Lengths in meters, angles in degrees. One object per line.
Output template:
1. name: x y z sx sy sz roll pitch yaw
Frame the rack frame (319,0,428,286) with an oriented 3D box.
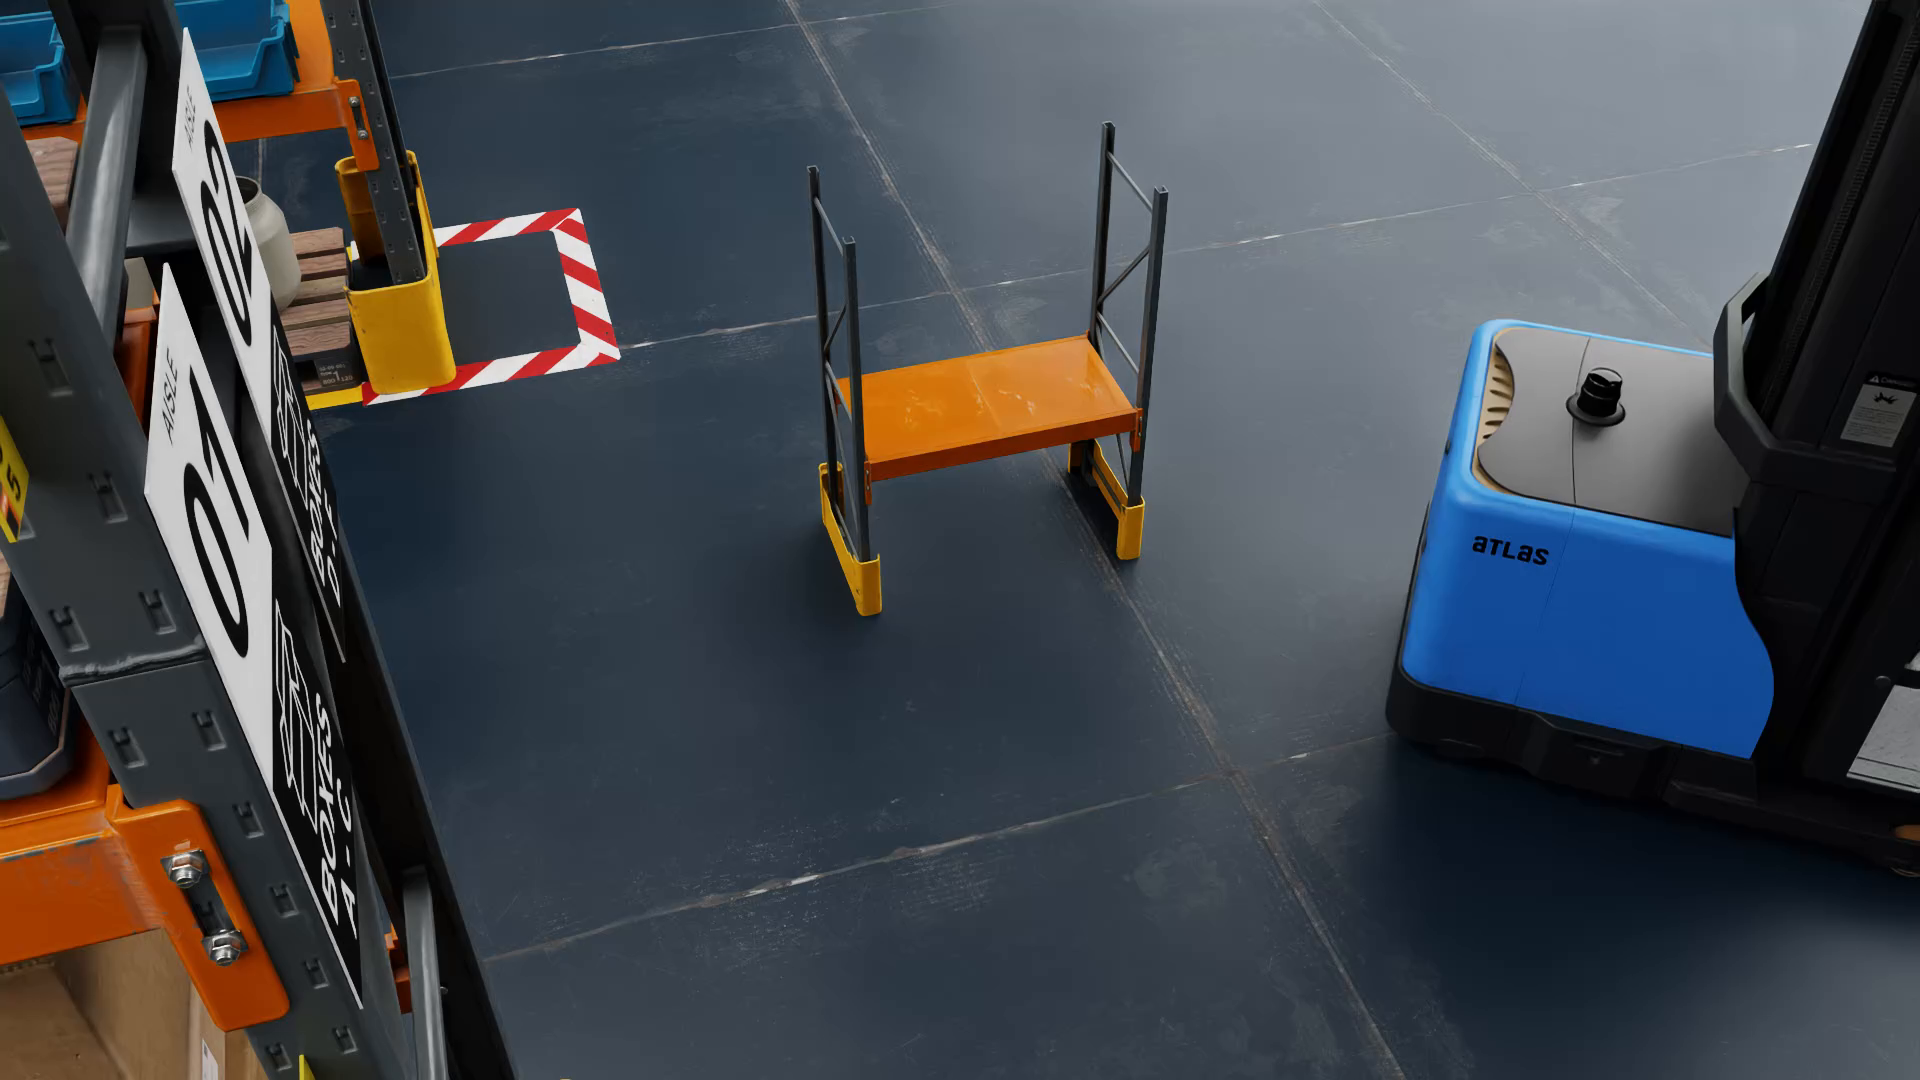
1. rack frame: -2.400 -2.169 6.453 0.127 3.000 1.000 -12 42 -13

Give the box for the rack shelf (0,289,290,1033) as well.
1. rack shelf: -2.823 0.477 1.691 4.000 0.370 1.077 -12 42 -13

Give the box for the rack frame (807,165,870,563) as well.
1. rack frame: -0.404 -0.481 5.661 0.032 1.500 0.500 -12 42 -13

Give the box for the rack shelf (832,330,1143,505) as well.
1. rack shelf: 0.081 -0.446 5.894 1.000 0.185 0.538 -12 42 -13

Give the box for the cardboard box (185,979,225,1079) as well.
1. cardboard box: -1.223 0.853 2.424 0.250 0.149 0.380 -12 43 -14

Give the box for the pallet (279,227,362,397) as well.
1. pallet: -3.235 -0.917 7.139 1.213 0.211 1.003 -12 42 -13

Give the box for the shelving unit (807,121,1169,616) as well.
1. shelving unit: 0.073 -0.580 5.774 1.083 1.500 0.587 -12 42 -13

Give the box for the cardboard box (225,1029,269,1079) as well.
1. cardboard box: -1.365 0.987 2.765 0.500 0.500 0.700 -12 42 -13

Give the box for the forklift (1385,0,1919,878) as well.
1. forklift: 2.976 -0.430 4.515 3.031 2.935 1.130 12 43 14

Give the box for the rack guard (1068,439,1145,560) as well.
1. rack guard: 0.548 -0.208 6.298 0.087 0.250 0.587 -12 42 -13

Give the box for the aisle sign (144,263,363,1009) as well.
1. aisle sign: -0.765 0.133 1.842 0.004 0.787 0.394 -12 42 -13

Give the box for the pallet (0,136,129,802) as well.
1. pallet: -1.598 -0.033 1.795 1.213 0.211 1.003 -12 42 -13

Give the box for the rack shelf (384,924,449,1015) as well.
1. rack shelf: -2.823 1.606 2.678 4.000 0.370 1.077 -12 42 -13

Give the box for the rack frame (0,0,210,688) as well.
1. rack frame: -0.915 -1.319 0.920 0.127 3.000 1.000 -12 42 -13

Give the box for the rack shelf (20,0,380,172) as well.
1. rack shelf: -4.307 -1.503 6.237 4.000 0.370 1.077 -12 42 -13

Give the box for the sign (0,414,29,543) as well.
1. sign: -0.766 -0.150 1.249 0.005 0.325 0.100 -12 42 -13

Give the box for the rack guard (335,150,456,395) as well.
1. rack guard: -2.458 -1.183 7.224 0.348 0.500 1.175 -12 42 -13

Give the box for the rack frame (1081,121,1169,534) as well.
1. rack frame: 0.566 -0.682 5.891 0.032 1.500 0.500 -12 42 -13

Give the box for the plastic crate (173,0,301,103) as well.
1. plastic crate: -2.787 -1.826 6.173 0.616 0.251 0.499 -12 42 -13

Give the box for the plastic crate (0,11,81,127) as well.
1. plastic crate: -3.408 -1.701 6.031 0.408 0.251 0.499 -12 42 -13

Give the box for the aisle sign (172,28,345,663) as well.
1. aisle sign: -0.945 -0.244 2.273 0.004 0.787 0.394 -12 42 -13

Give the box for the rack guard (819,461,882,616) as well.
1. rack guard: -0.402 -0.011 6.072 0.087 0.250 0.587 -12 42 -13

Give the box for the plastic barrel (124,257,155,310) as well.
1. plastic barrel: -3.483 -1.113 6.816 0.421 0.512 0.421 0 41 0

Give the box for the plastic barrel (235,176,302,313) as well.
1. plastic barrel: -3.005 -1.212 6.929 0.421 0.512 0.421 0 41 0

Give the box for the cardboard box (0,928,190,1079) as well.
1. cardboard box: -1.415 0.509 2.326 0.500 0.500 0.700 -12 42 -13

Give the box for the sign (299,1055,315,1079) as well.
1. sign: -0.766 0.758 2.042 0.005 0.325 0.100 -12 42 -13

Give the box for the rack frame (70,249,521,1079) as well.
1. rack frame: -0.915 0.940 2.894 0.127 3.000 1.000 -12 42 -13
